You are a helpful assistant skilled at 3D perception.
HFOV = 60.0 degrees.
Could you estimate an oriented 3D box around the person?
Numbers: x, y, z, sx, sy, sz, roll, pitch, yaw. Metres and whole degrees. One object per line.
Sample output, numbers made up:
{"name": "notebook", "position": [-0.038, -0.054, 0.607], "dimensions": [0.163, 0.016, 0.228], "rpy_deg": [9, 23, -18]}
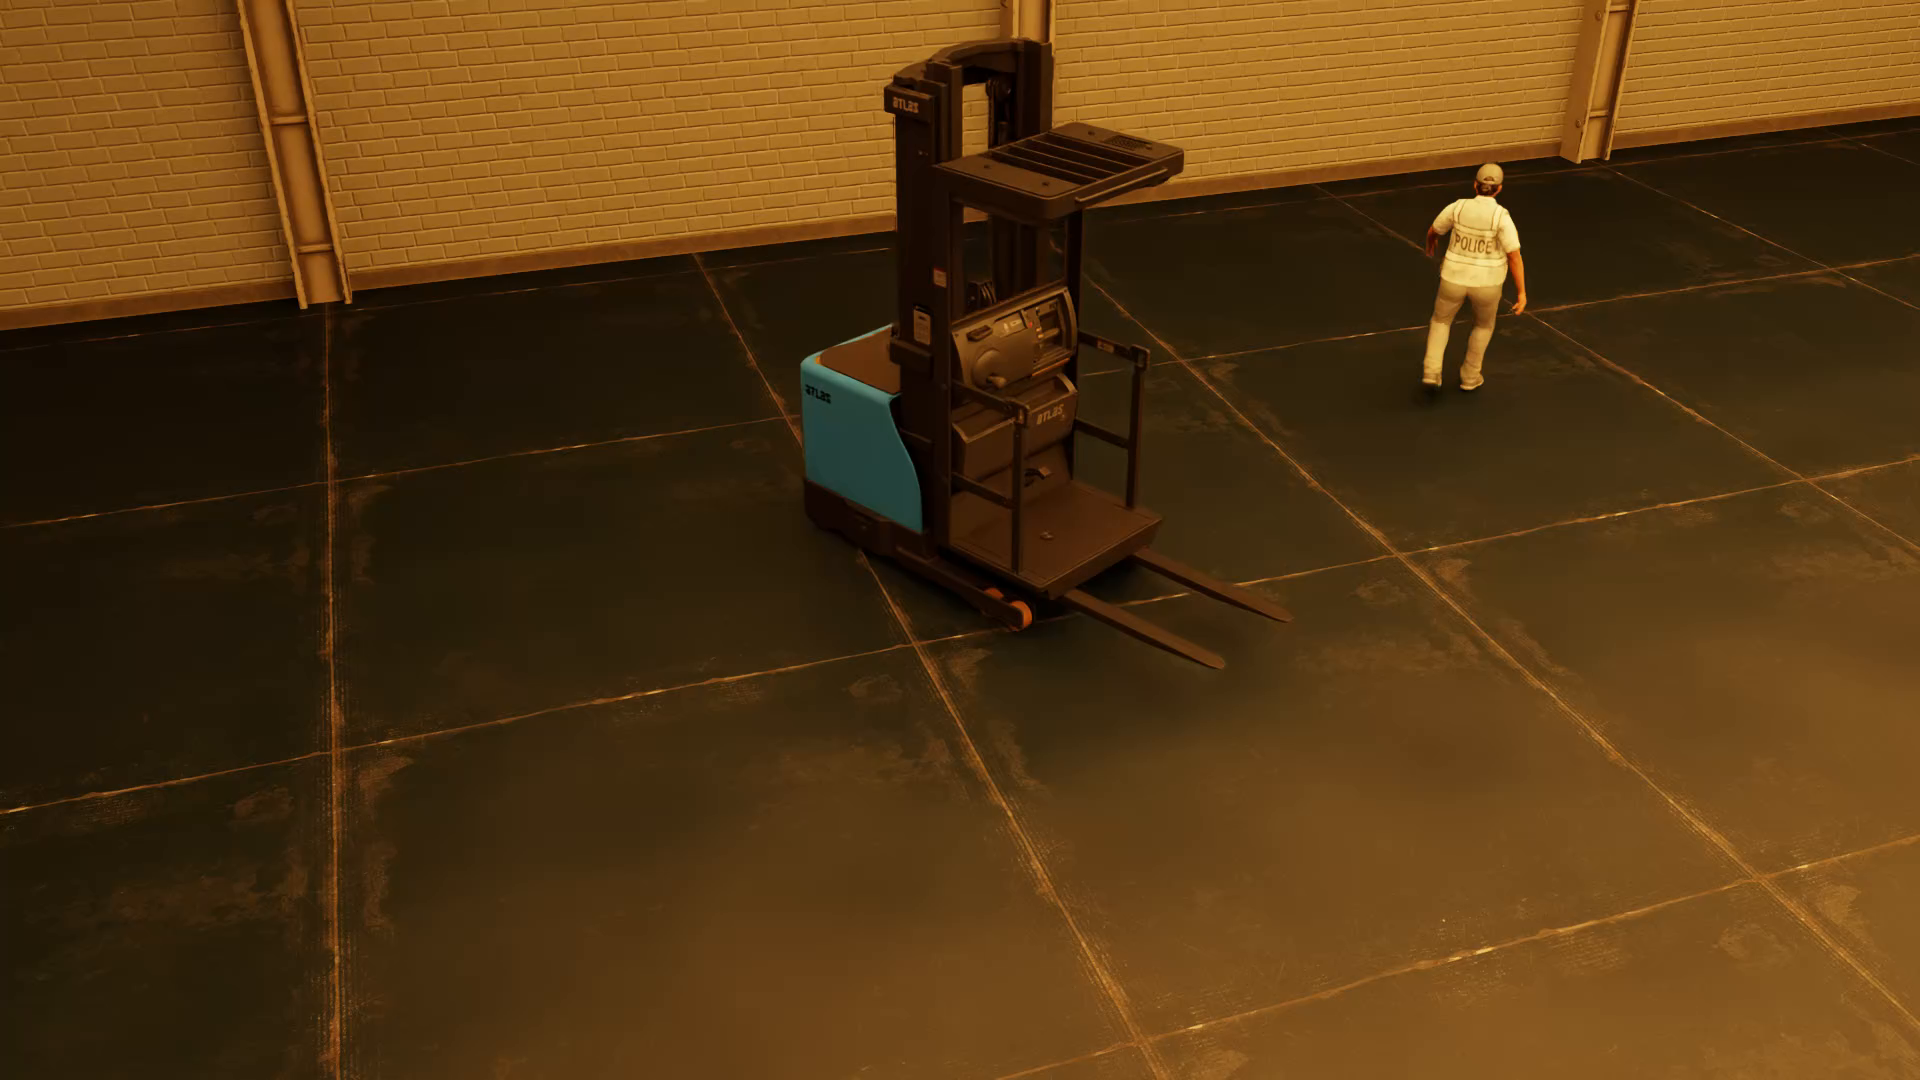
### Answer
{"name": "person", "position": [3.541, -1.782, 11.486], "dimensions": [0.792, 1.646, 0.655], "rpy_deg": [14, 33, 23]}

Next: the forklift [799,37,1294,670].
{"name": "forklift", "position": [0.457, -1.063, 8.935], "dimensions": [3.031, 2.935, 1.130], "rpy_deg": [25, 39, 37]}
